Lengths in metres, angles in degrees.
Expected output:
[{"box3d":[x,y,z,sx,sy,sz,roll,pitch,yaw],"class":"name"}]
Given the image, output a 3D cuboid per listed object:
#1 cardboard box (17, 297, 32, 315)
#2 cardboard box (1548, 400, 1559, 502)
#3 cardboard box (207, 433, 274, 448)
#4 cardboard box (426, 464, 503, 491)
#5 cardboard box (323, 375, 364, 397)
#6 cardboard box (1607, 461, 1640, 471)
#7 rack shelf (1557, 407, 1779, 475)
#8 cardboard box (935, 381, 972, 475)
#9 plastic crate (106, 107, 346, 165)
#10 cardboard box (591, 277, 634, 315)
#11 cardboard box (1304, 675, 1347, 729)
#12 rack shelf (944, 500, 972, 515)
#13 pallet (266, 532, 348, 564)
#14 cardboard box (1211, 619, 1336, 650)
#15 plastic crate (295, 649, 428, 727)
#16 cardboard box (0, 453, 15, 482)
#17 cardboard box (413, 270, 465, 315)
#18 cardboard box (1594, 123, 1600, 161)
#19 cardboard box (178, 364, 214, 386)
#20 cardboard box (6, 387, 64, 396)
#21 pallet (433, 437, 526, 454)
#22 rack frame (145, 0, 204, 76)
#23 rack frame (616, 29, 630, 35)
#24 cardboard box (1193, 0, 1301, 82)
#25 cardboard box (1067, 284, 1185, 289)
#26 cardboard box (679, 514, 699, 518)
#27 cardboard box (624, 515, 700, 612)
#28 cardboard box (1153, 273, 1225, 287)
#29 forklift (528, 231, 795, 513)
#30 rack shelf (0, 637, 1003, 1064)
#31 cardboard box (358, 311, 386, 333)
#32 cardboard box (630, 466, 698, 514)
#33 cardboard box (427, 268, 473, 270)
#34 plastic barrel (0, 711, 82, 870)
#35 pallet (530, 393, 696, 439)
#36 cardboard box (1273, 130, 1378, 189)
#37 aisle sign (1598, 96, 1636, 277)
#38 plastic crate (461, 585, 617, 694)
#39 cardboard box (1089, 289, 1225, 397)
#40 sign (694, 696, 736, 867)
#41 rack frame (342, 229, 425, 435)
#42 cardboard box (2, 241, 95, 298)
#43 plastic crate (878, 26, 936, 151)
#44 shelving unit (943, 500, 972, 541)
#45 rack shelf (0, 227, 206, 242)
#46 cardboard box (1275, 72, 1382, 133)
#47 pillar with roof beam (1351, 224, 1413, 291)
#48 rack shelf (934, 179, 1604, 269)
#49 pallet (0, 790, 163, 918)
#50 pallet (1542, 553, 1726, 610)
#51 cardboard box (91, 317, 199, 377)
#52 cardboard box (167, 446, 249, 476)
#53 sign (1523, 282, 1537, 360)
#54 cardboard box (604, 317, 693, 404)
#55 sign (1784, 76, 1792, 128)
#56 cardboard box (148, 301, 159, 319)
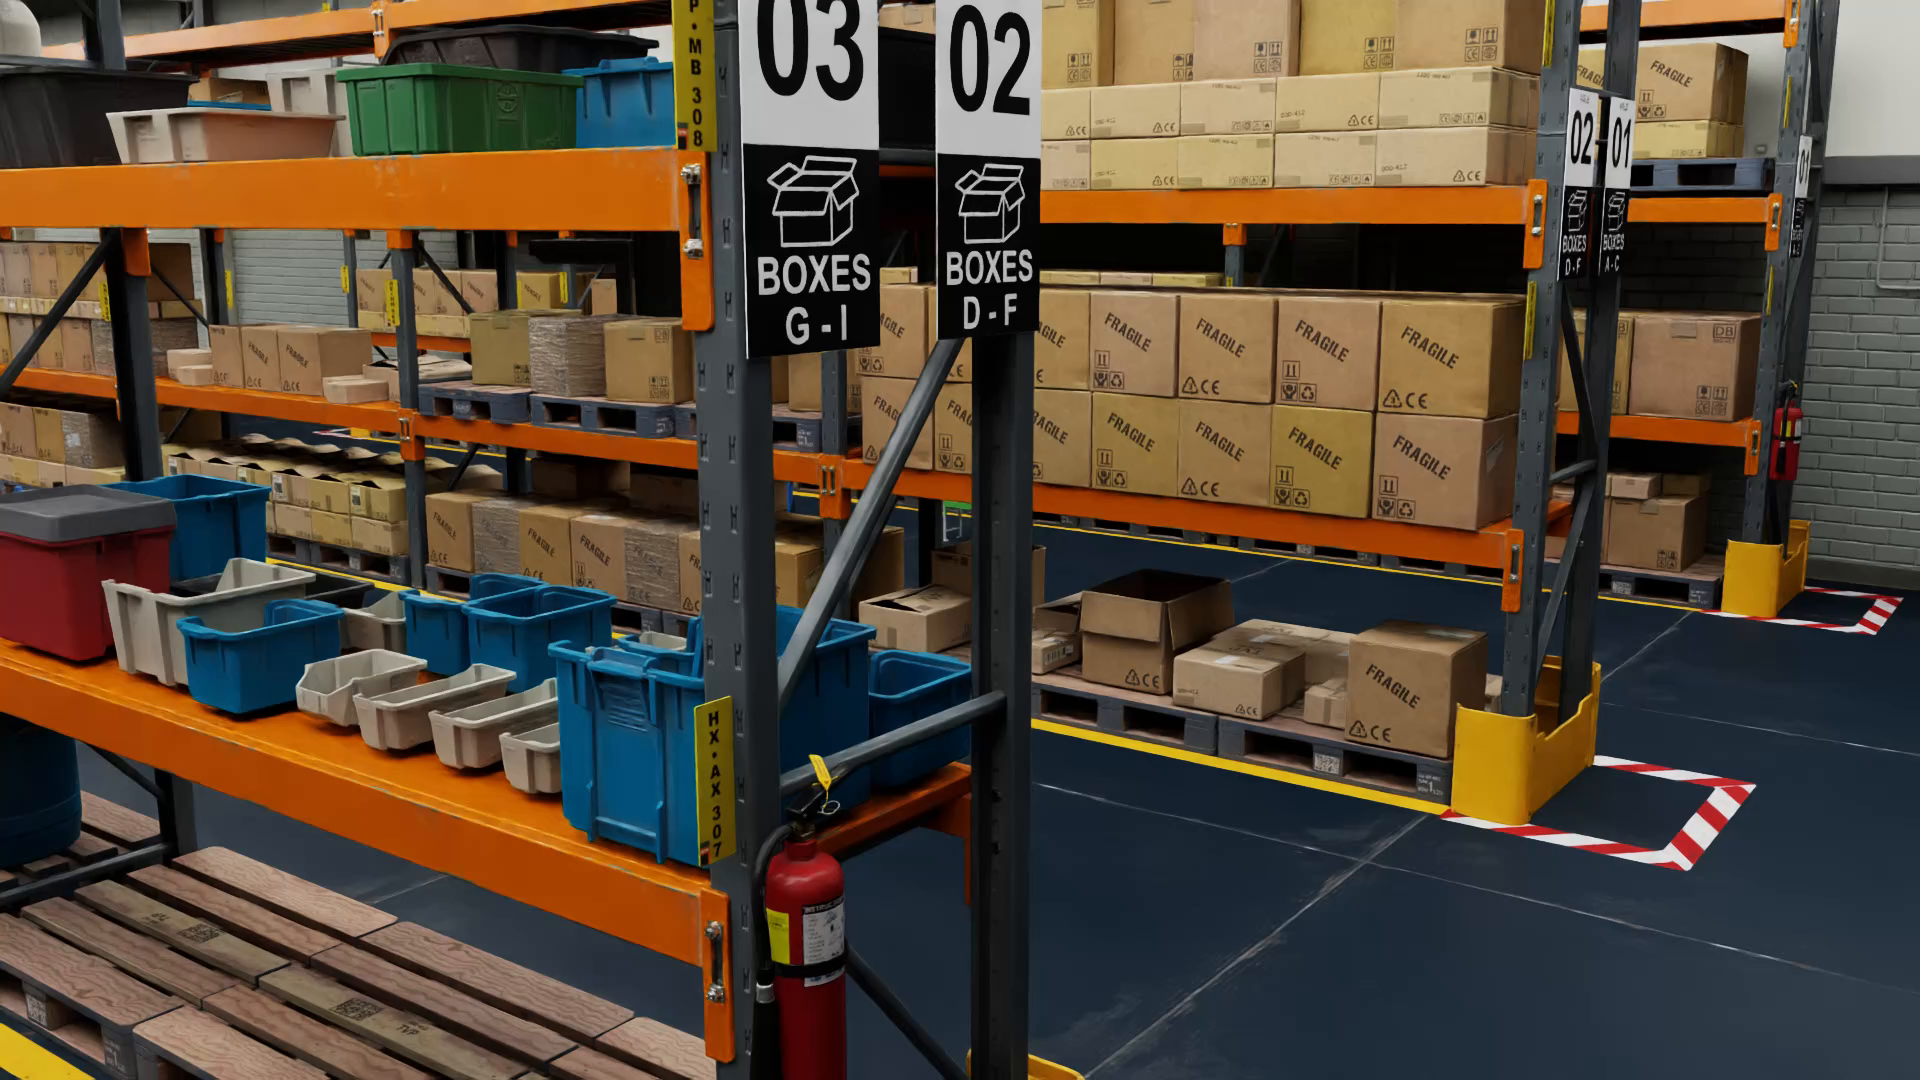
[{"box3d":[-8.488,-2.178,15.417,0.250,0.149,0.380,8,14,37],"class":"cardboard box"},{"box3d":[2.567,-0.430,8.092,0.500,0.500,0.500,8,14,37],"class":"cardboard box"},{"box3d":[-6.408,-0.770,14.768,0.500,0.311,0.500,8,13,36],"class":"cardboard box"},{"box3d":[-3.928,-0.426,12.989,0.500,0.311,0.500,9,14,37],"class":"cardboard box"},{"box3d":[-4.741,-1.202,13.005,0.250,0.149,0.380,9,14,40],"class":"cardboard box"},{"box3d":[4.884,-0.484,12.400,0.250,0.149,0.380,8,14,36],"class":"cardboard box"},{"box3d":[4.086,-0.921,12.788,4.000,0.370,1.077,8,13,36],"class":"rack shelf"},{"box3d":[0.208,-0.633,9.144,0.500,0.500,0.500,8,14,37],"class":"cardboard box"},{"box3d":[-1.979,-1.070,4.462,0.530,0.136,0.437,8,13,36],"class":"plastic crate"},{"box3d":[-3.584,-2.601,18.157,0.500,0.500,0.700,8,14,36],"class":"cardboard box"},{"box3d":[1.911,0.802,8.290,0.250,0.166,0.380,8,13,36],"class":"cardboard box"},{"box3d":[0.133,-0.272,13.877,0.480,0.148,0.258,8,13,36],"class":"rack shelf"},{"box3d":[-5.299,-0.057,13.768,1.213,0.211,1.003,8,13,36],"class":"pallet"},{"box3d":[1.692,0.626,8.976,0.500,0.250,0.500,8,13,36],"class":"cardboard box"},{"box3d":[-1.645,0.410,4.547,0.250,0.136,0.298,8,13,36],"class":"plastic crate"},{"box3d":[-9.019,-0.740,16.089,0.500,0.250,0.500,8,13,36],"class":"cardboard box"},{"box3d":[-6.186,-2.937,19.681,0.500,0.500,0.500,7,13,34],"class":"cardboard box"},{"box3d":[4.530,-2.804,11.755,0.500,0.250,0.500,7,13,33],"class":"cardboard box"},{"box3d":[-6.310,-1.386,13.956,0.250,0.149,0.380,8,13,36],"class":"cardboard box"},{"box3d":[-9.519,-1.299,17.007,0.500,0.500,0.500,8,13,36],"class":"cardboard box"},{"box3d":[-5.524,-1.237,19.867,1.213,0.211,1.003,8,13,36],"class":"pallet"},{"box3d":[-6.904,-4.585,14.039,0.127,3.000,1.000,8,13,36],"class":"rack frame"},{"box3d":[-3.974,-5.344,17.961,0.127,3.000,1.000,8,13,36],"class":"rack frame"},{"box3d":[1.525,-2.468,8.095,0.500,0.500,0.700,8,13,36],"class":"cardboard box"},{"box3d":[0.926,-1.149,9.178,0.500,0.500,0.500,8,14,36],"class":"cardboard box"},{"box3d":[-1.536,0.064,11.227,0.500,0.500,0.500,8,14,36],"class":"cardboard box"},{"box3d":[-1.820,0.146,10.801,0.500,0.500,0.500,8,14,36],"class":"cardboard box"},{"box3d":[1.946,-2.086,13.840,0.500,0.250,0.500,8,14,37],"class":"cardboard box"},{"box3d":[-2.908,-1.404,13.572,3.031,2.935,1.130,-1,11,-4],"class":"forklift"},{"box3d":[-1.779,0.595,4.948,4.000,0.370,1.077,8,13,36],"class":"rack shelf"},{"box3d":[-6.993,-2.681,20.333,0.500,0.250,0.500,7,13,34],"class":"cardboard box"},{"box3d":[-1.912,-0.358,11.430,0.500,0.250,0.500,8,13,34],"class":"cardboard box"},{"box3d":[-6.293,-3.074,20.391,0.500,0.500,0.500,8,14,36],"class":"cardboard box"},{"box3d":[-3.819,0.778,6.531,0.708,0.901,0.600,8,13,36],"class":"plastic barrel"},{"box3d":[-2.109,-0.878,11.176,1.213,0.211,1.003,8,13,36],"class":"pallet"},{"box3d":[1.802,-1.765,7.754,0.500,0.250,0.500,8,13,36],"class":"cardboard box"},{"box3d":[2.997,-1.604,7.581,0.004,0.787,0.394,8,13,36],"class":"aisle sign"},{"box3d":[-1.232,0.294,4.897,0.300,0.233,0.416,8,13,36],"class":"plastic crate"},{"box3d":[1.005,-1.011,8.461,0.500,0.500,0.500,8,14,37],"class":"cardboard box"},{"box3d":[-0.479,0.473,3.258,0.005,0.325,0.100,8,13,36],"class":"sign"},{"box3d":[-7.199,-2.848,20.856,0.127,3.000,1.000,8,13,36],"class":"rack frame"},{"box3d":[-8.479,-2.544,15.604,0.500,0.500,0.700,8,14,36],"class":"cardboard box"},{"box3d":[-0.312,-1.027,3.890,0.590,0.269,0.497,8,13,36],"class":"plastic crate"},{"box3d":[0.133,-0.570,13.820,0.503,1.200,0.258,8,13,36],"class":"shelving unit"},{"box3d":[-8.516,-2.984,15.555,4.000,0.370,1.077,8,13,36],"class":"rack shelf"},{"box3d":[1.800,-2.010,7.704,0.500,0.250,0.500,8,13,36],"class":"cardboard box"},{"box3d":[1.002,-3.839,10.183,0.400,9.000,9.100,8,13,36],"class":"pillar with roof beam"},{"box3d":[1.156,-1.635,8.581,4.000,0.370,1.077,8,13,36],"class":"rack shelf"},{"box3d":[-3.988,1.293,6.789,1.213,0.211,1.003,8,13,36],"class":"pallet"},{"box3d":[5.007,0.242,12.225,1.213,0.211,1.003,8,13,36],"class":"pallet"},{"box3d":[-7.265,-1.738,14.852,0.500,0.500,0.700,8,13,34],"class":"cardboard box"},{"box3d":[-6.318,-0.630,14.045,0.500,0.311,0.500,8,13,35],"class":"cardboard box"},{"box3d":[2.424,-0.932,7.068,0.005,0.325,0.100,8,13,36],"class":"sign"},{"box3d":[-1.916,-1.185,10.888,0.500,0.500,0.700,4,12,21],"class":"cardboard box"},{"box3d":[5.365,-2.837,10.775,0.005,0.325,0.100,8,13,36],"class":"sign"},{"box3d":[-7.250,-2.005,14.526,0.250,0.149,0.380,8,13,35],"class":"cardboard box"}]
